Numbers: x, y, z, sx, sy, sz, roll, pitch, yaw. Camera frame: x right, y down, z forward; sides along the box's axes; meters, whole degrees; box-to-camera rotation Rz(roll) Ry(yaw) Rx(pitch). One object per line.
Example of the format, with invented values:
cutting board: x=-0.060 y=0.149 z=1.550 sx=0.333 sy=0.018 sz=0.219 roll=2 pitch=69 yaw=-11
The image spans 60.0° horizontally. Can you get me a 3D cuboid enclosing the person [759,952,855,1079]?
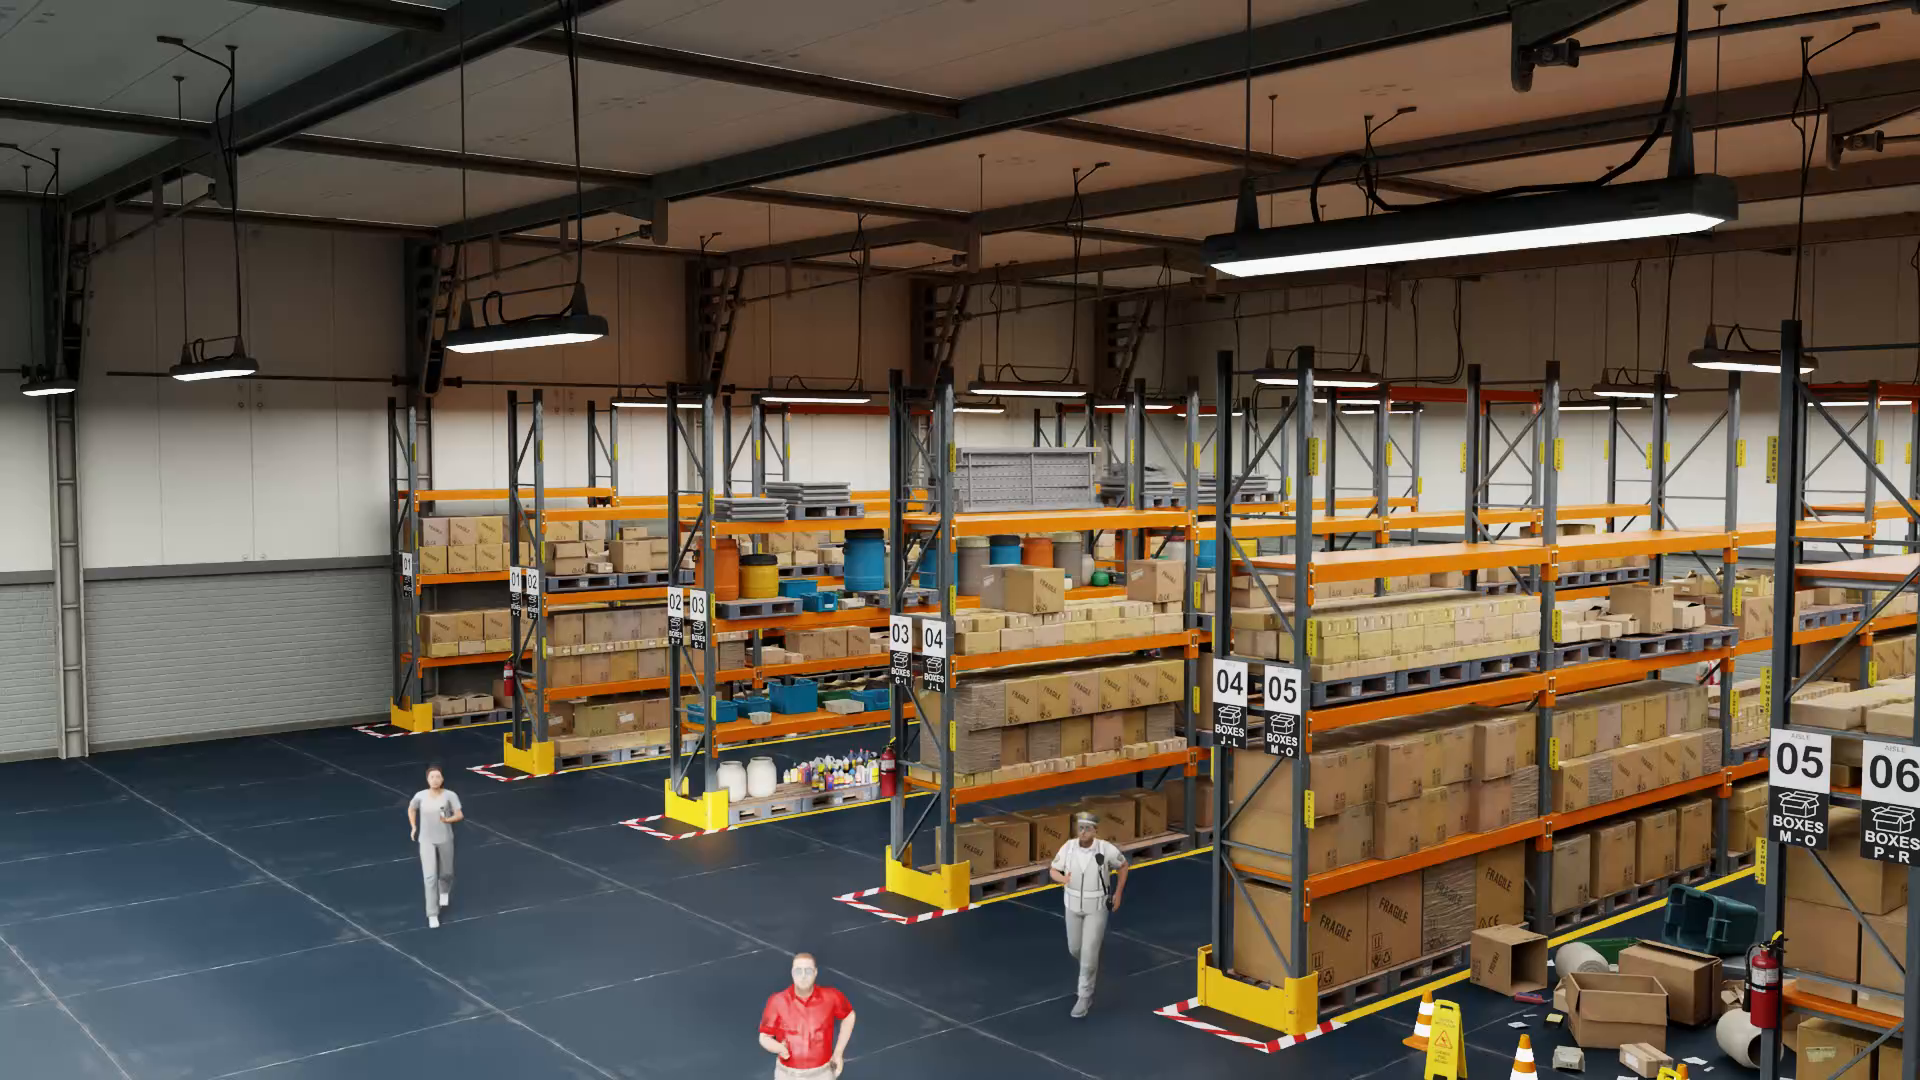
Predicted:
person: x=-1.033 y=3.667 z=11.165 sx=0.642 sy=1.765 sz=0.689 roll=0 pitch=3 yaw=-1

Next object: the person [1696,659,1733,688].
person: x=13.031 y=2.632 z=28.678 sx=0.683 sy=1.743 sz=0.641 roll=0 pitch=3 yaw=-5

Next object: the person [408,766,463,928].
person: x=-5.660 y=3.259 z=17.961 sx=0.567 sy=1.649 sz=0.968 roll=-1 pitch=4 yaw=-18

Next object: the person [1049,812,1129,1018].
person: x=1.171 y=3.372 z=15.309 sx=0.695 sy=1.796 sz=0.912 roll=1 pitch=4 yaw=20
